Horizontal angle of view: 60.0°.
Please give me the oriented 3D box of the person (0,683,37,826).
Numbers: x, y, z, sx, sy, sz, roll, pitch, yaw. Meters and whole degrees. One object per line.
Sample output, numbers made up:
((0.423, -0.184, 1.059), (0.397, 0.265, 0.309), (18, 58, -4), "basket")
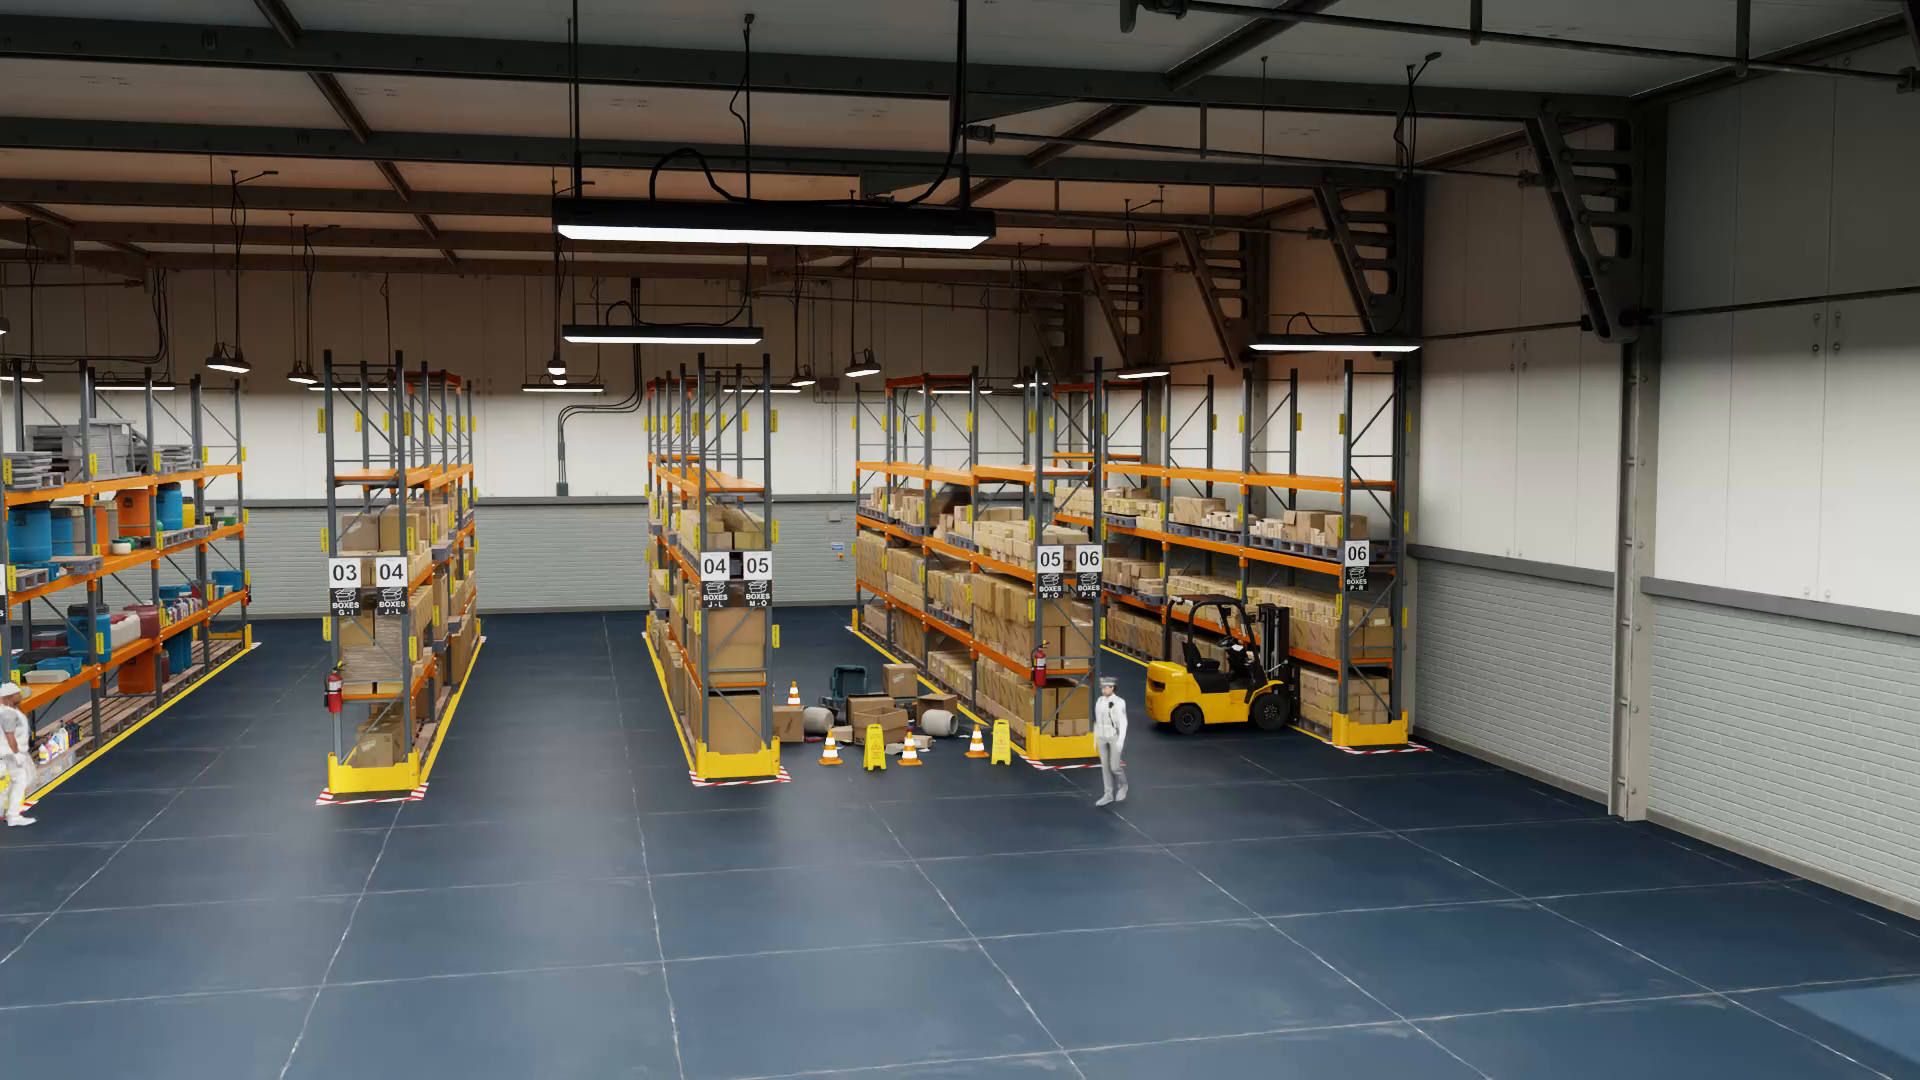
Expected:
((-11.834, 2.664, 20.737), (0.508, 1.775, 0.610), (-2, 4, -24), "person")

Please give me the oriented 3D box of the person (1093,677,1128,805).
((1.995, 2.643, 21.977), (0.519, 1.683, 0.481), (4, 5, 42), "person")
